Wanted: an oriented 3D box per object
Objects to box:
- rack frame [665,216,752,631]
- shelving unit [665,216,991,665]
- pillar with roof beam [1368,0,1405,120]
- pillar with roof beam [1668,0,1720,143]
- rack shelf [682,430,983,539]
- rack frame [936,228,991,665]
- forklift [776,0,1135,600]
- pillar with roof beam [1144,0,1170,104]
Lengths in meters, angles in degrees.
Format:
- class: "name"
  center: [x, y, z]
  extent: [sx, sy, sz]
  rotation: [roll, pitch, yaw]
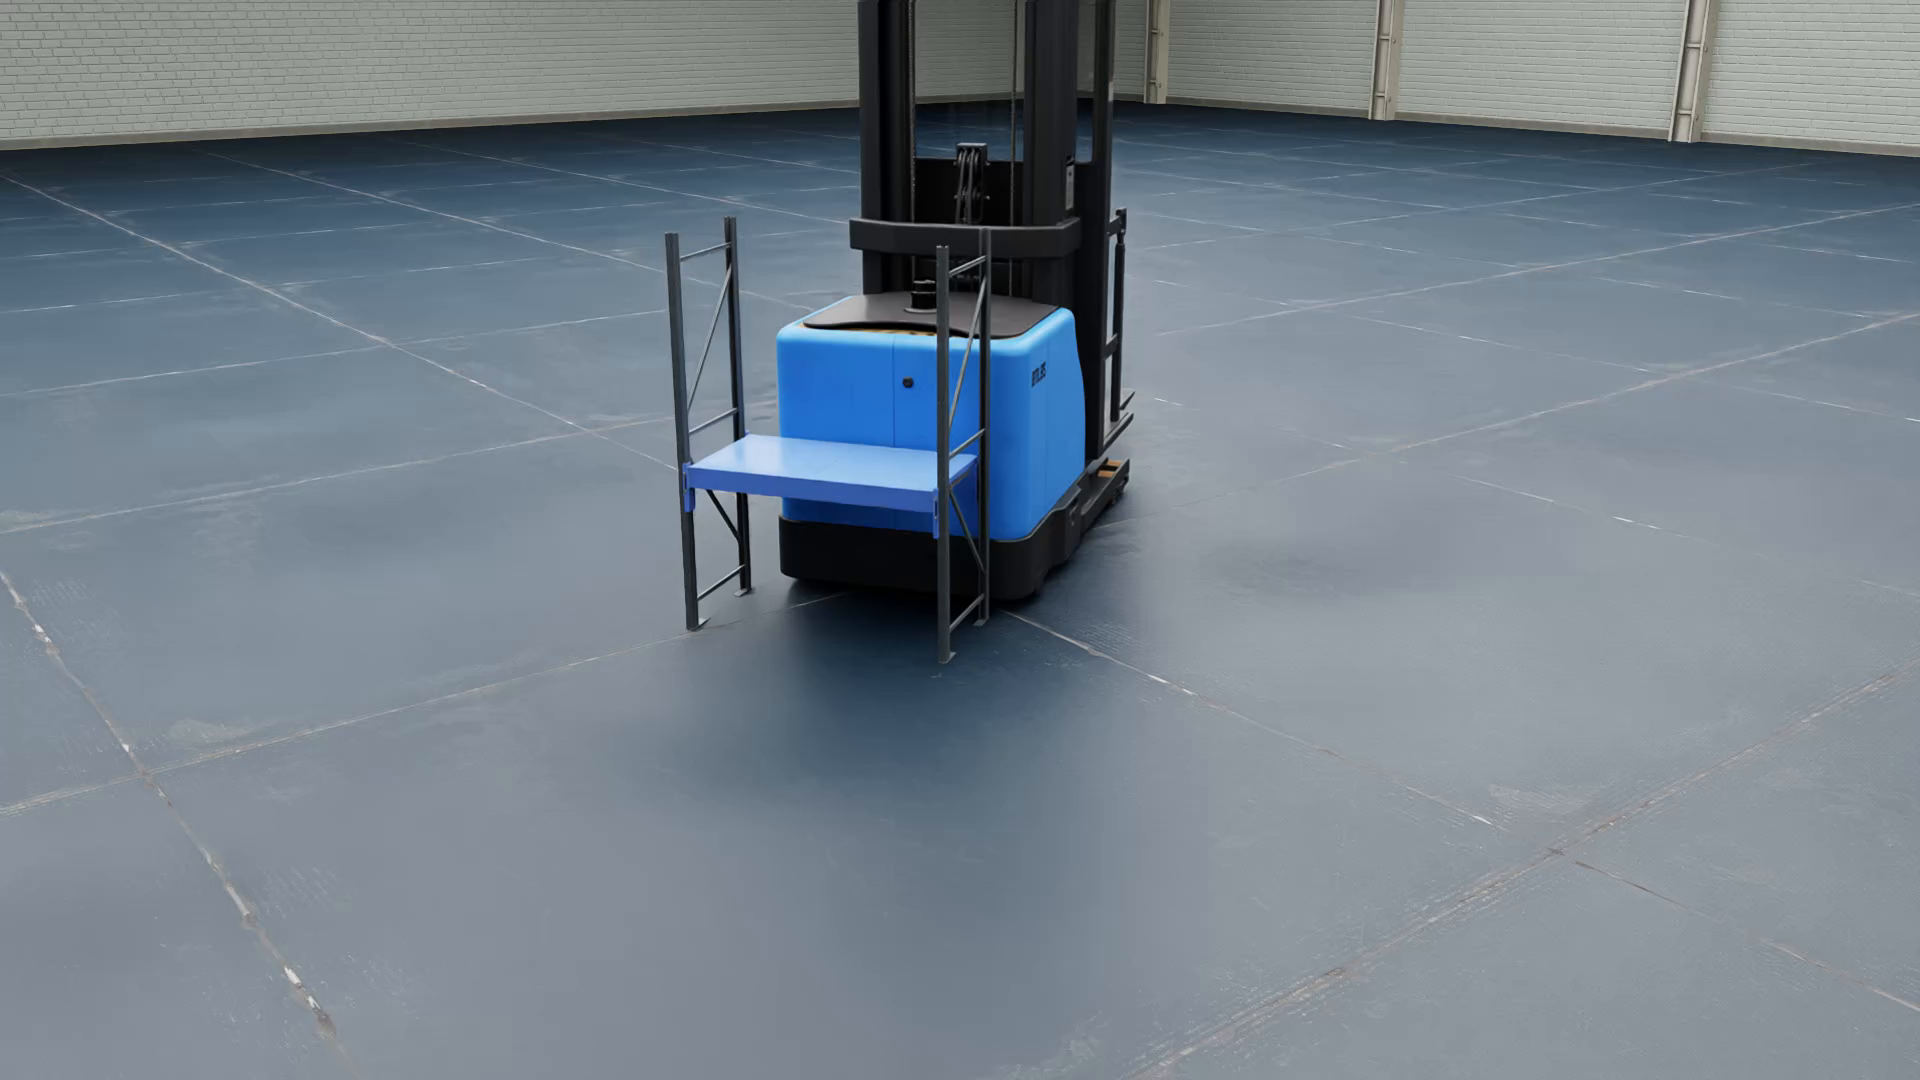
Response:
- class: "rack frame"
  center: [-0.943, -0.441, 6.309]
  extent: [0.032, 1.500, 0.500]
  rotation: [6, 19, 18]
- class: "shelving unit"
  center: [-0.463, -0.389, 6.150]
  extent: [1.048, 1.500, 0.538]
  rotation: [6, 19, 18]
- class: "pillar with roof beam"
  center: [4.529, -11.314, 27.216]
  extent: [9.100, 9.000, 0.400]
  rotation: [-14, 23, -36]
- class: "pillar with roof beam"
  center: [8.255, -9.836, 22.751]
  extent: [9.100, 9.000, 0.400]
  rotation: [-14, 23, -36]
- class: "rack shelf"
  center: [-0.463, -0.218, 6.206]
  extent: [1.000, 0.185, 0.538]
  rotation: [6, 19, 18]
- class: "rack frame"
  center: [0.017, -0.336, 5.991]
  extent: [0.032, 1.500, 0.500]
  rotation: [6, 19, 18]
- class: "forklift"
  center: [0.190, -1.586, 7.489]
  extent: [1.130, 2.935, 3.031]
  rotation: [6, 19, 16]
- class: "pillar with roof beam"
  center: [0.804, -12.793, 31.681]
  extent: [9.100, 9.000, 0.400]
  rotation: [-14, 23, -36]
